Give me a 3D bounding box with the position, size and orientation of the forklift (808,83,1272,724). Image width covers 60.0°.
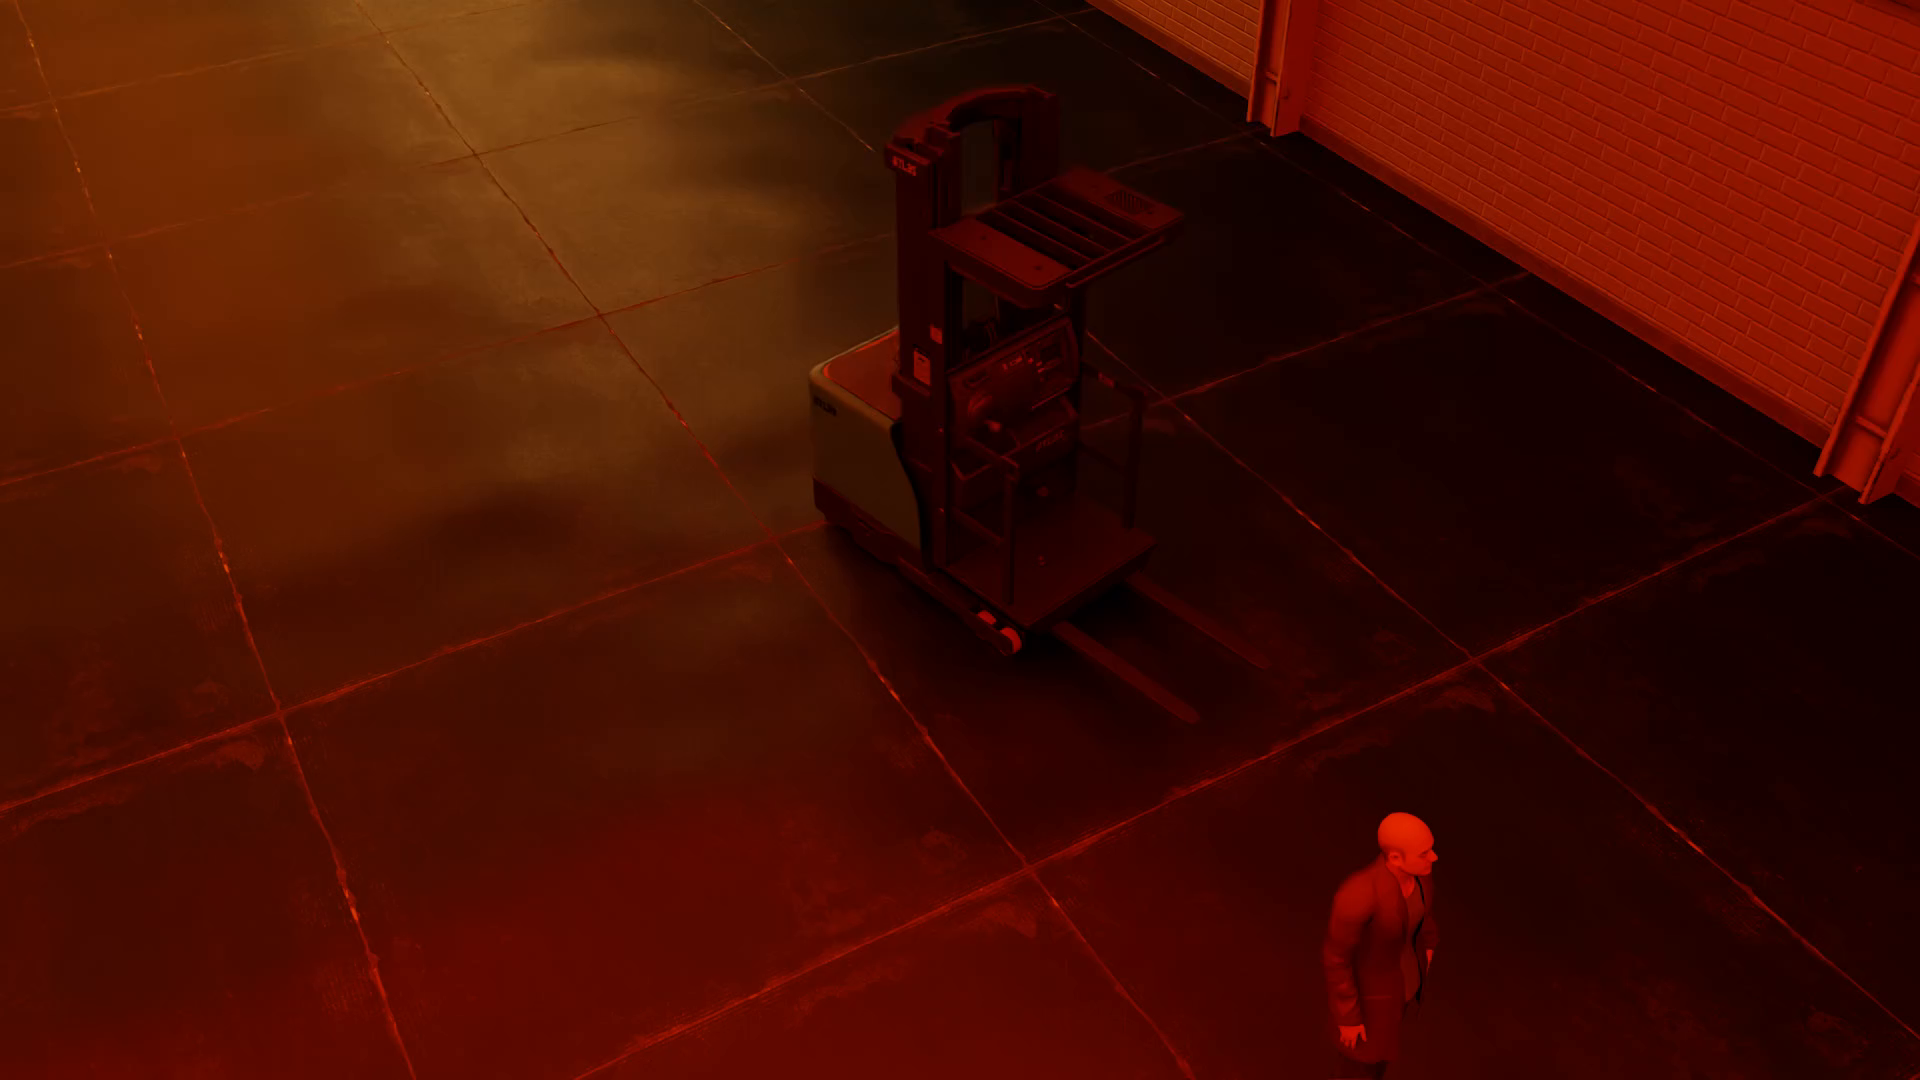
[{"bbox_3d":[0.449,-0.835,9.043,1.130,2.935,3.031,-31,49,-32],"label":"forklift"}]

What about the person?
[{"bbox_3d":[1.776,1.832,6.722,0.576,1.779,0.693,32,49,33],"label":"person"}]
